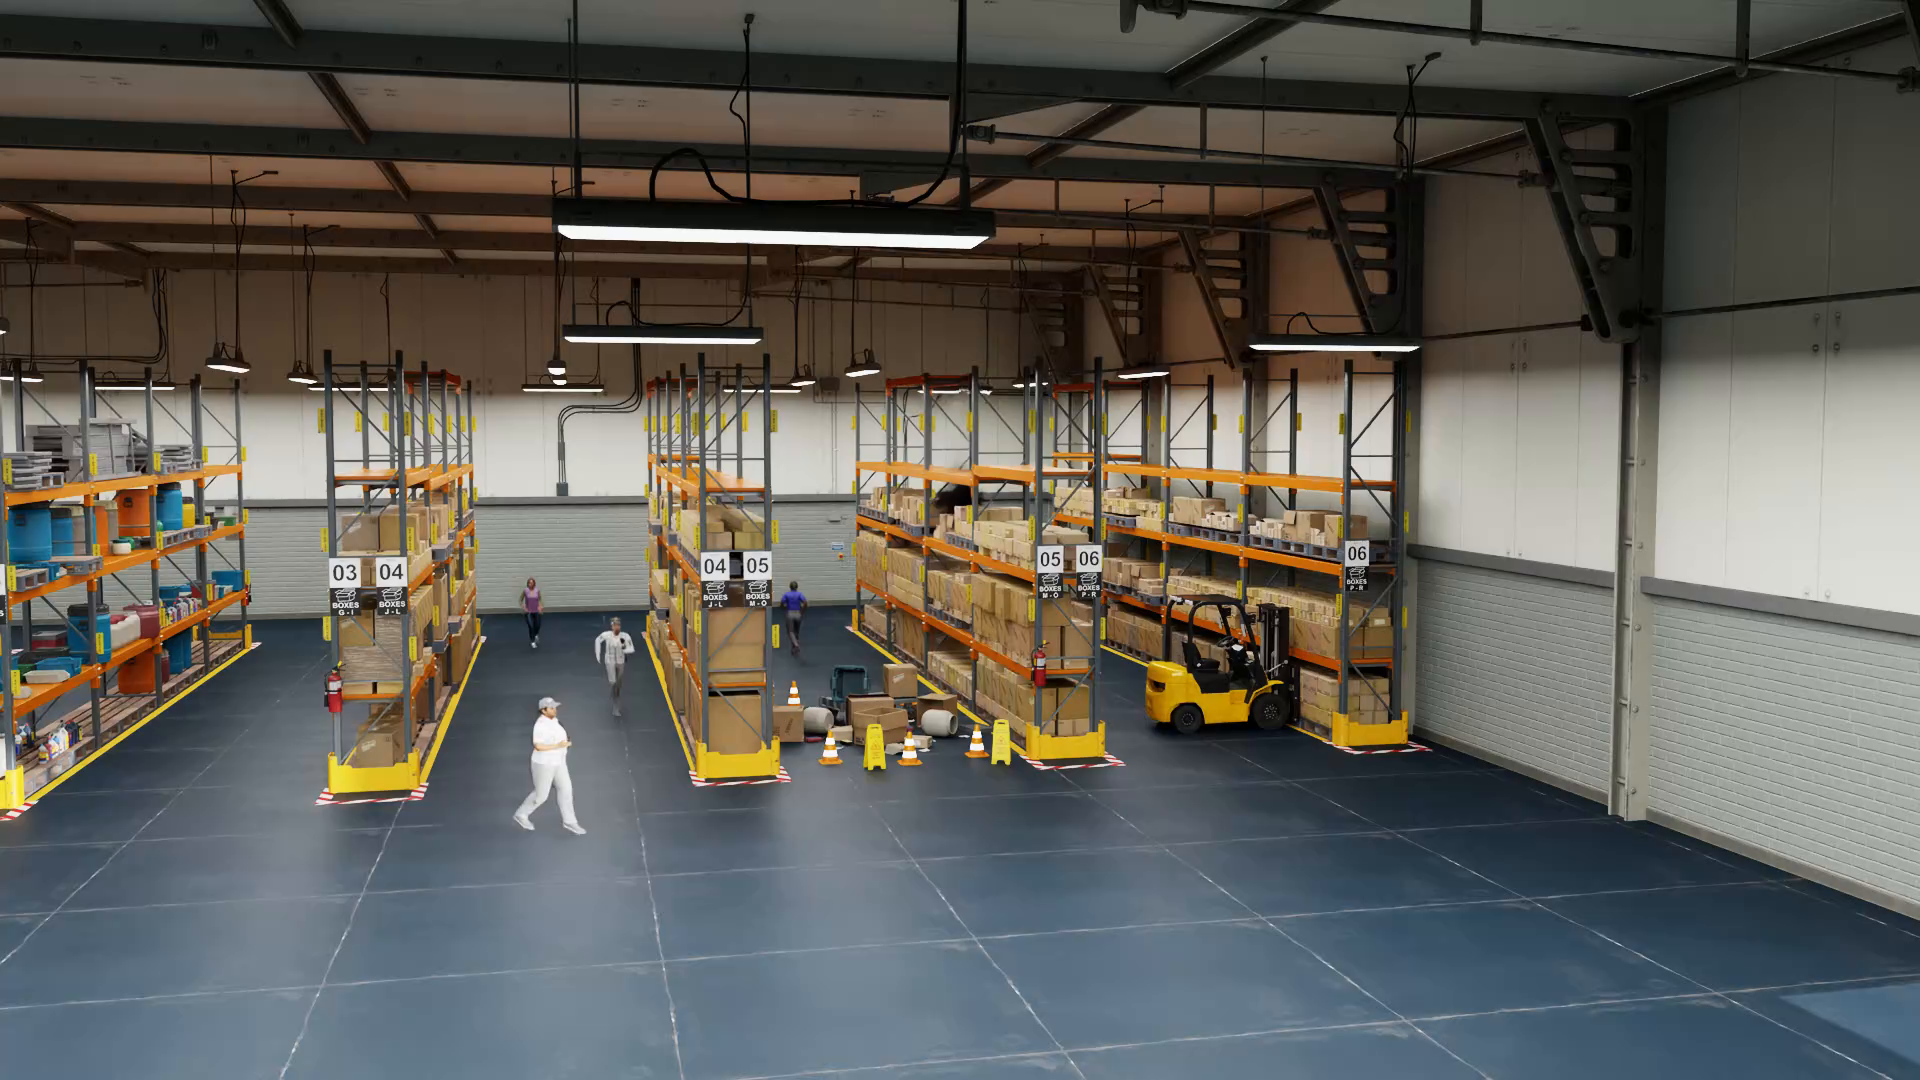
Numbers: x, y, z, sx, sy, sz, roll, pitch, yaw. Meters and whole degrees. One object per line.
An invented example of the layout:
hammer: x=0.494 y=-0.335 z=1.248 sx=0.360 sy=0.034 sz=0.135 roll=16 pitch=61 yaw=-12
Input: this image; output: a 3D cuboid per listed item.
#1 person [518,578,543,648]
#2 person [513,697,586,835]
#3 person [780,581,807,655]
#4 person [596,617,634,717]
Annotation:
person: x=-9.634 y=1.678 z=37.340 sx=0.553 sy=1.474 sz=0.542 roll=-2 pitch=4 yaw=-22
person: x=-5.001 y=2.750 z=20.239 sx=0.856 sy=1.688 sz=0.604 roll=1 pitch=4 yaw=15
person: x=-3.577 y=1.711 z=35.655 sx=0.544 sy=1.671 sz=1.090 roll=-1 pitch=4 yaw=-18
person: x=-5.957 y=2.169 z=28.736 sx=0.636 sy=1.725 sz=0.826 roll=-1 pitch=4 yaw=-16
